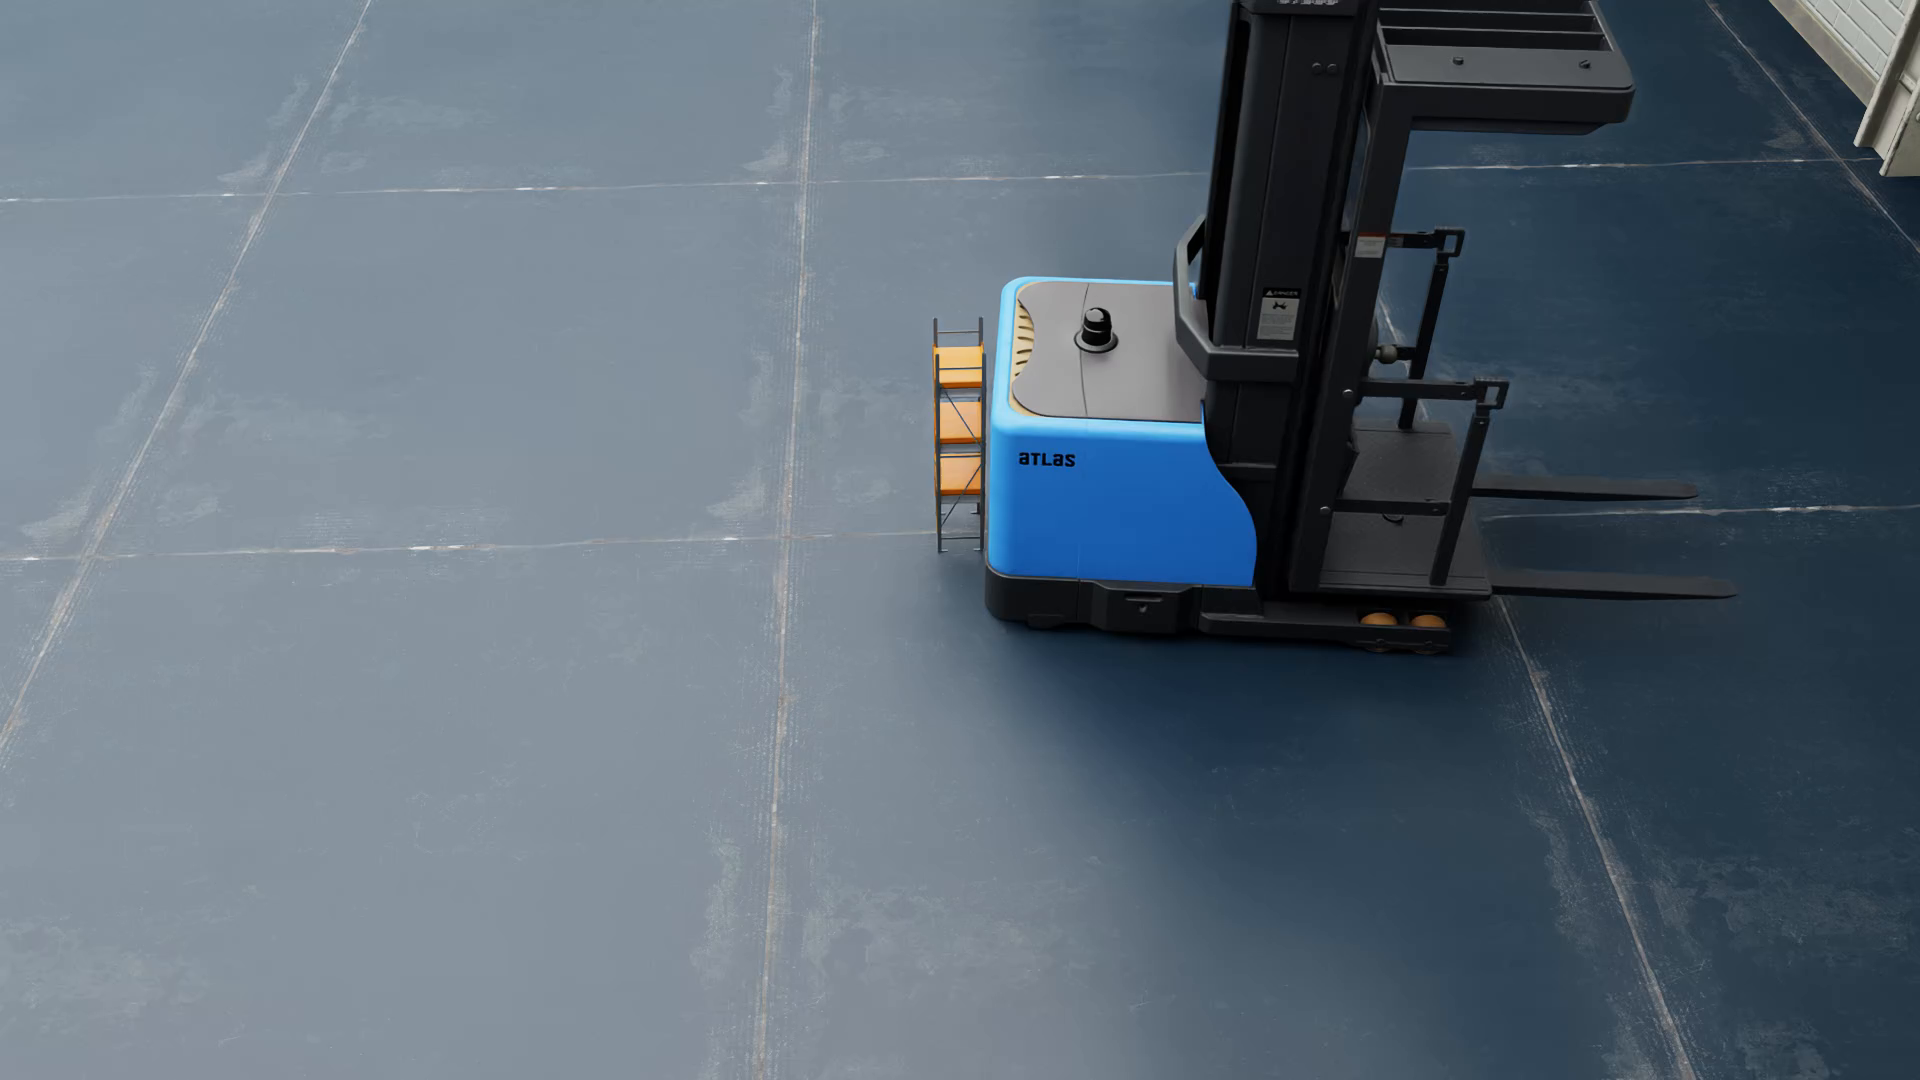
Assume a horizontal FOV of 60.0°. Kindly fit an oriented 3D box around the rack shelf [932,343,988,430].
[{"bbox_3d":[-0.002,-0.625,6.750,0.215,0.259,0.240,-2,43,-2],"label":"rack shelf"}]

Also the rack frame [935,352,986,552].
[{"bbox_3d":[0.003,-0.341,6.845,0.200,1.050,0.008,-2,43,-2],"label":"rack frame"}]

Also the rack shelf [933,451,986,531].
[{"bbox_3d":[-0.002,-0.210,7.130,0.215,0.259,0.240,-2,43,-2],"label":"rack shelf"}]

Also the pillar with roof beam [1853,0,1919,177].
[{"bbox_3d":[1.130,-5.413,6.495,9.100,9.000,0.400,-2,43,-2],"label":"pillar with roof beam"}]

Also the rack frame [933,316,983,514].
[{"bbox_3d":[-0.007,-0.506,7.025,0.200,1.050,0.008,-2,43,-2],"label":"rack frame"}]

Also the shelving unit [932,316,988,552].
[{"bbox_3d":[-0.002,-0.423,6.935,0.215,1.050,0.252,-2,43,-2],"label":"shelving unit"}]

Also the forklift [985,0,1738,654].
[{"bbox_3d":[1.642,-0.991,6.162,3.031,2.935,1.130,3,43,3],"label":"forklift"}]

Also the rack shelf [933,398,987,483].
[{"bbox_3d":[-0.002,-0.415,6.942,0.215,0.259,0.240,-2,43,-2],"label":"rack shelf"}]
